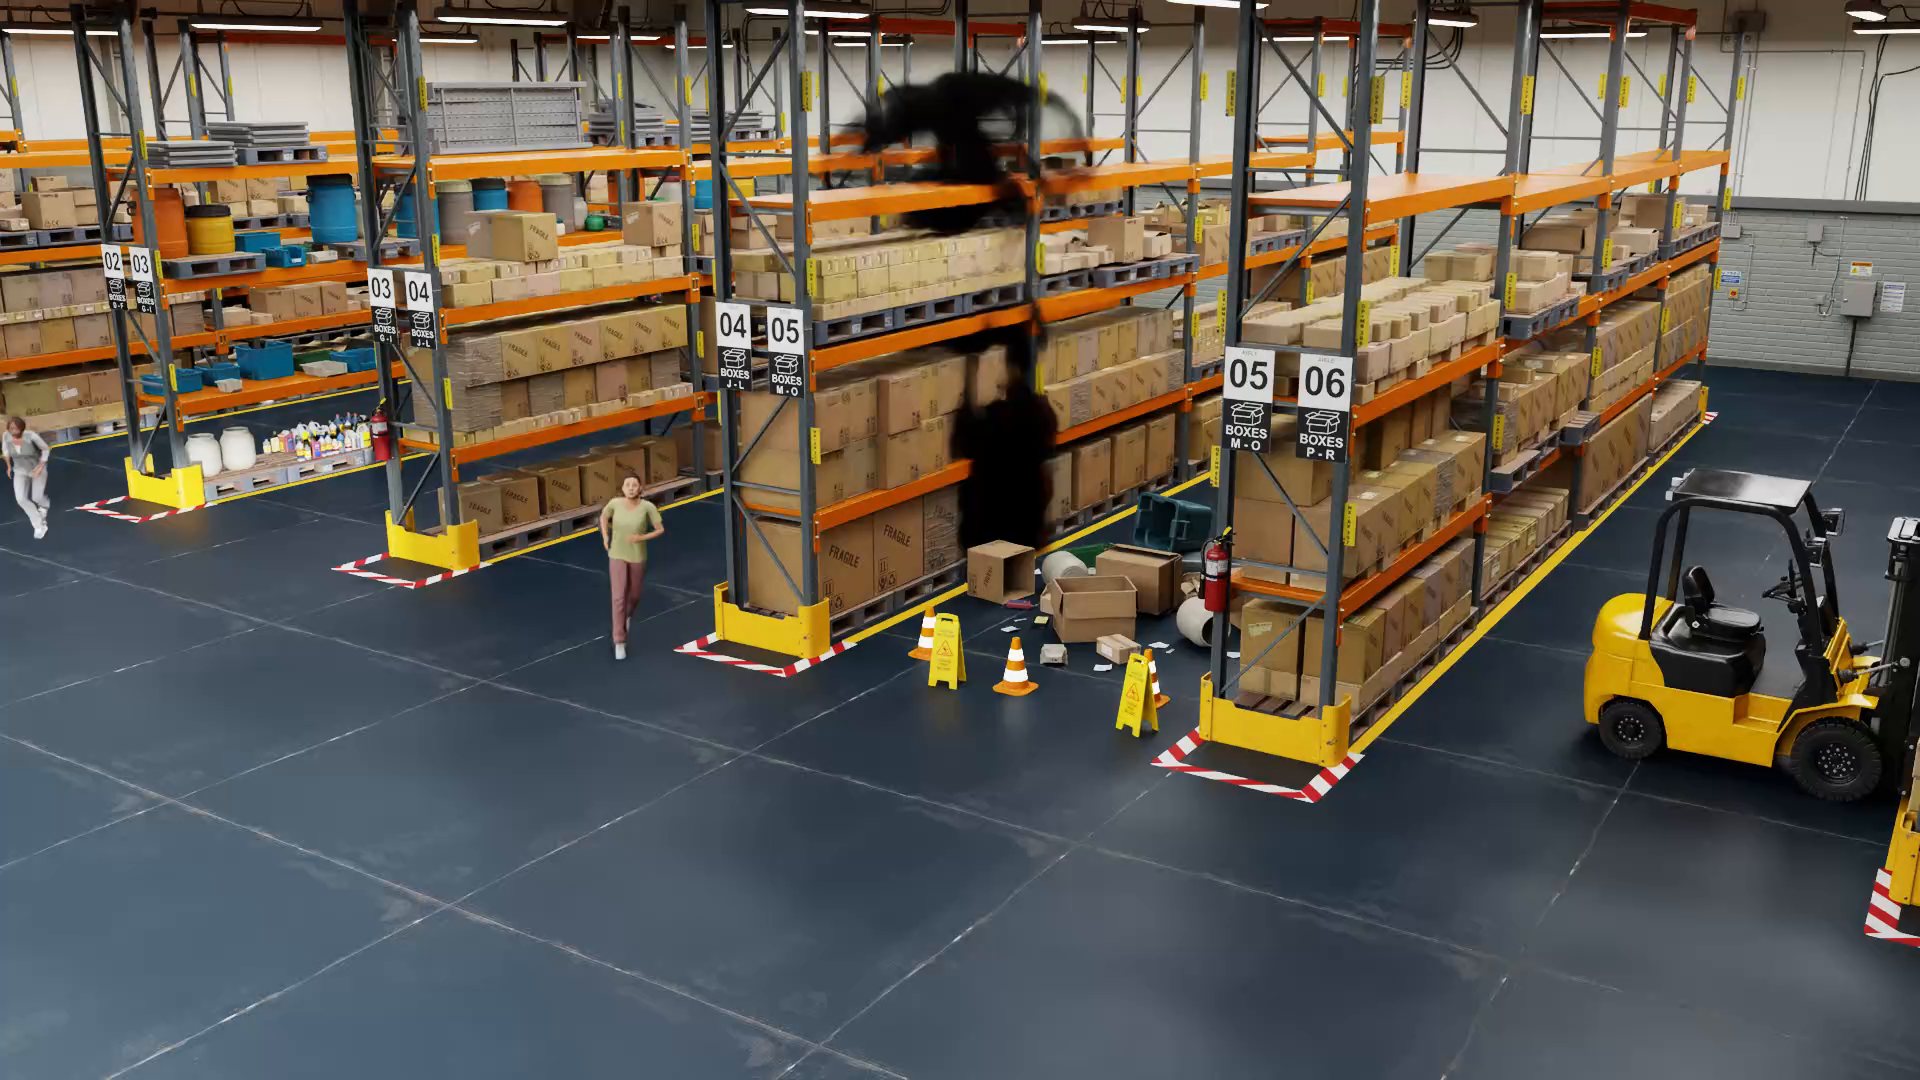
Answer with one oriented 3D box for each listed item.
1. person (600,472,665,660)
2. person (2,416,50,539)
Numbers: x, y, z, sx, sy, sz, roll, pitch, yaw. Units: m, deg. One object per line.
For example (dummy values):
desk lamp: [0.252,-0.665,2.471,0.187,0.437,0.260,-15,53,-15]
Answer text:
person: [-3.028,0.177,15.432,0.592,1.672,0.883,-2,16,-8]
person: [-10.816,-0.831,19.383,0.514,1.388,0.926,-4,16,-12]
